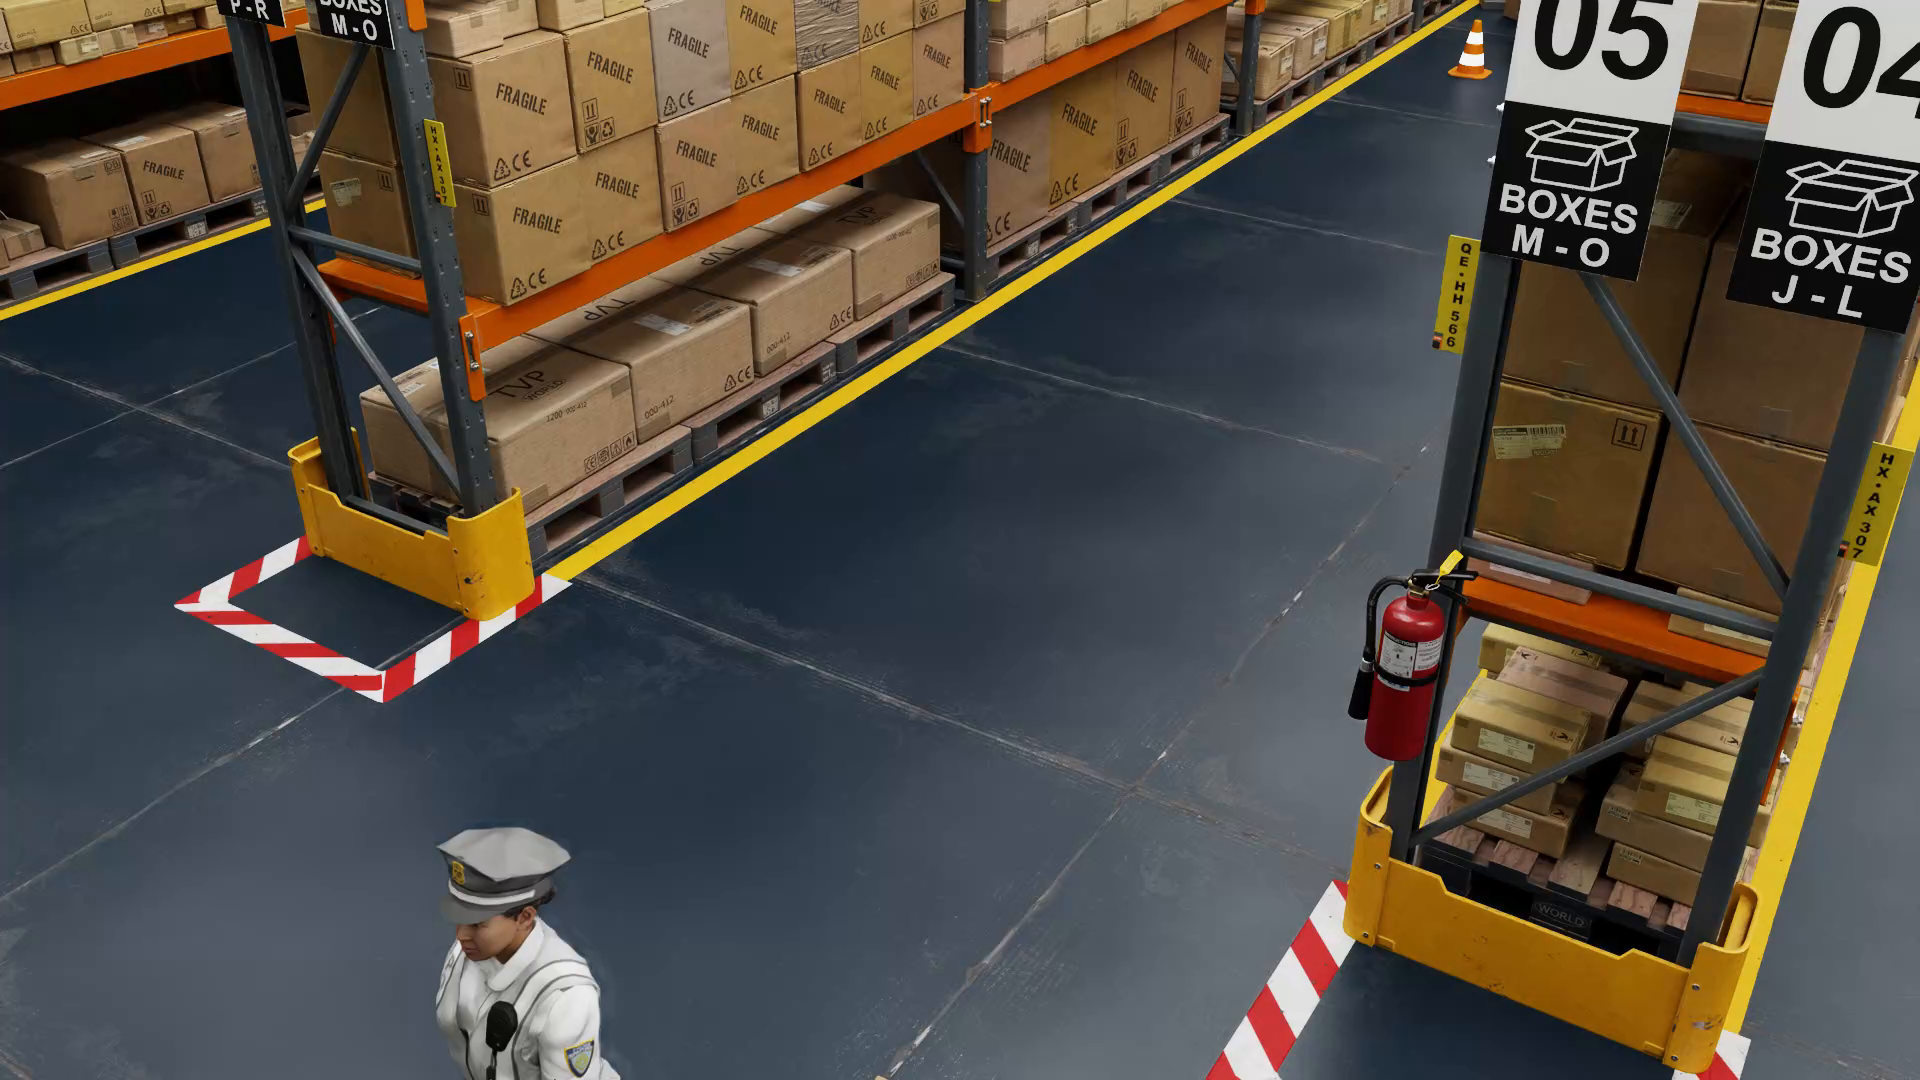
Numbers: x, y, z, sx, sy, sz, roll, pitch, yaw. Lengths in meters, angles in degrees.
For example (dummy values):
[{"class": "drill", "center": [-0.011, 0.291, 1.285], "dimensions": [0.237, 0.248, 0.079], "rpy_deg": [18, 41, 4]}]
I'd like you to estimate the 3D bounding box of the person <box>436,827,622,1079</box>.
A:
[{"class": "person", "center": [-0.996, 1.363, 3.819], "dimensions": [0.551, 1.709, 0.761], "rpy_deg": [24, 38, 35]}]
